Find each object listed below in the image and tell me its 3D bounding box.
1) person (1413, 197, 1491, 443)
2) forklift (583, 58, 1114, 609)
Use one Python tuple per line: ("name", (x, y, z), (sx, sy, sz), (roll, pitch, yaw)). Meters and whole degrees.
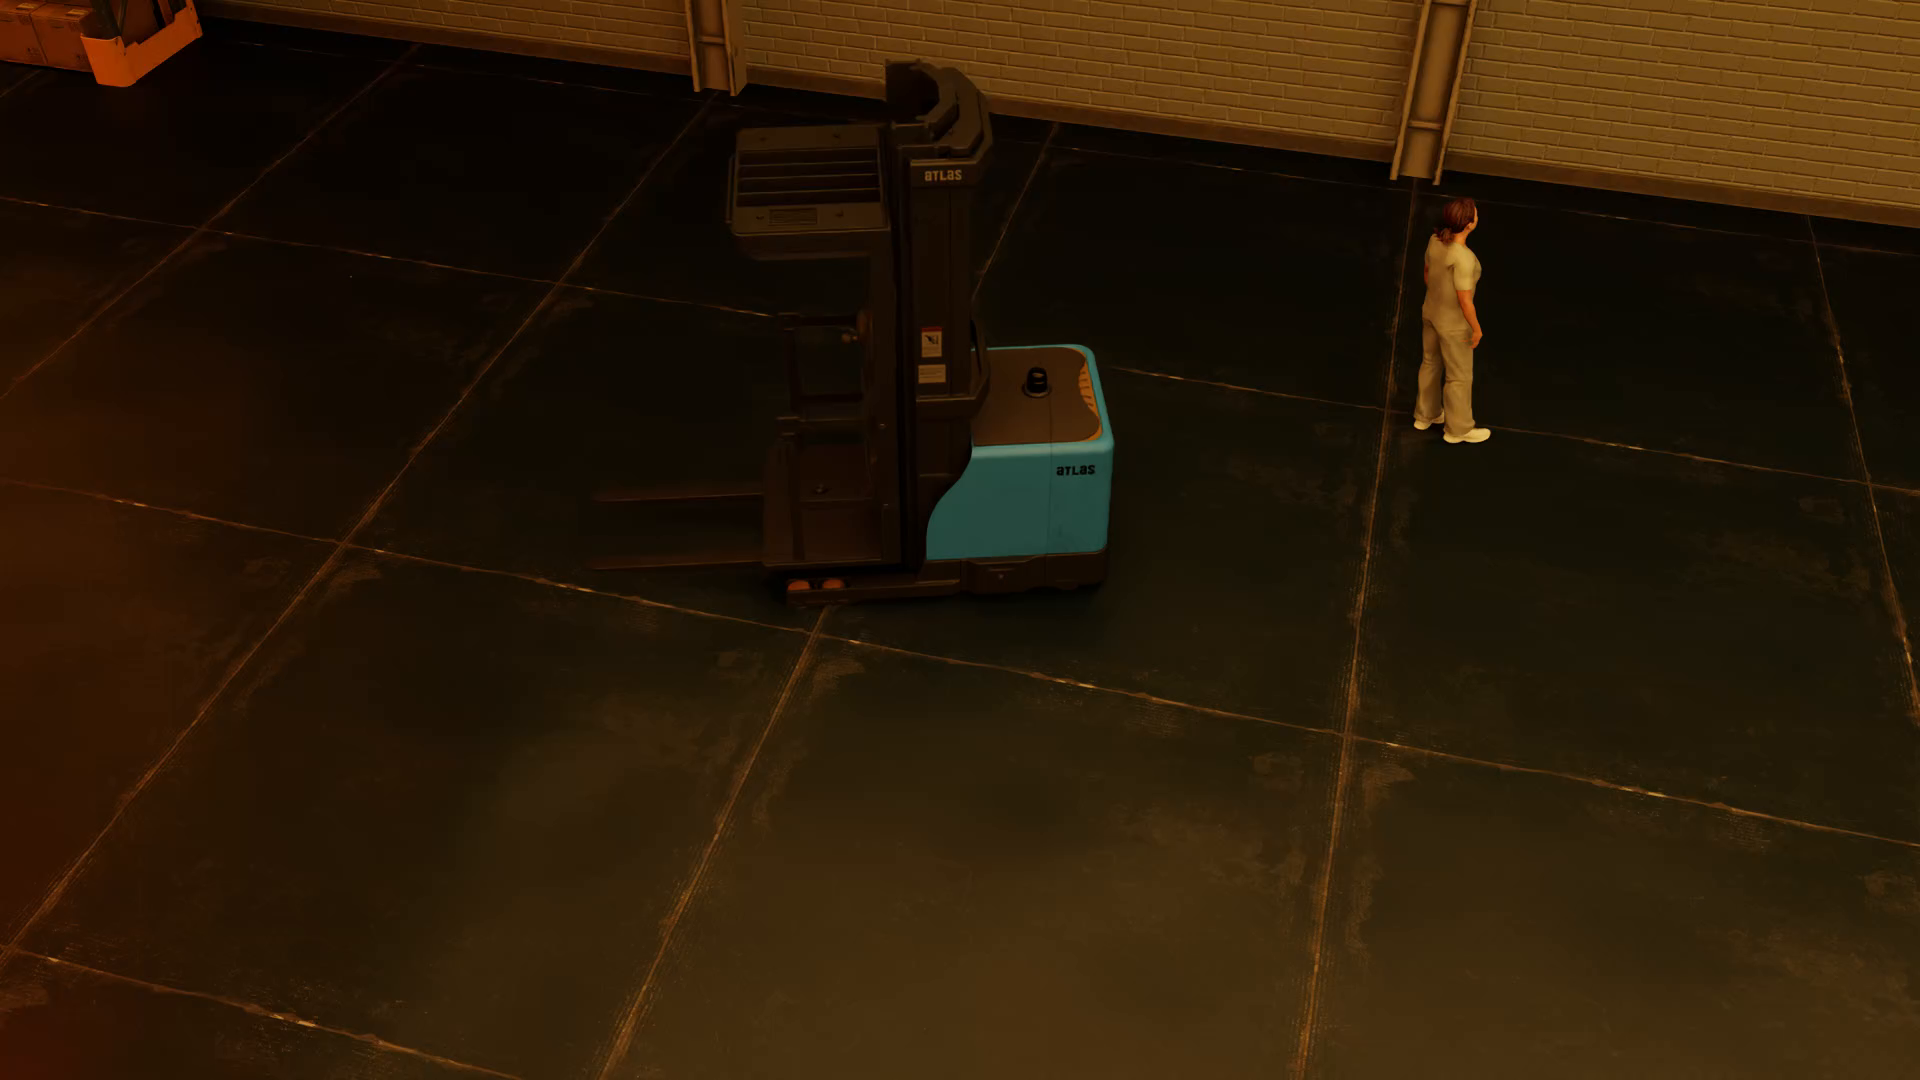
("person", (3.113, -1.390, 10.389), (0.549, 1.674, 0.549), (-13, 43, -14))
("forklift", (-0.681, -1.067, 9.079), (3.031, 2.935, 1.130), (-3, 41, -3))
